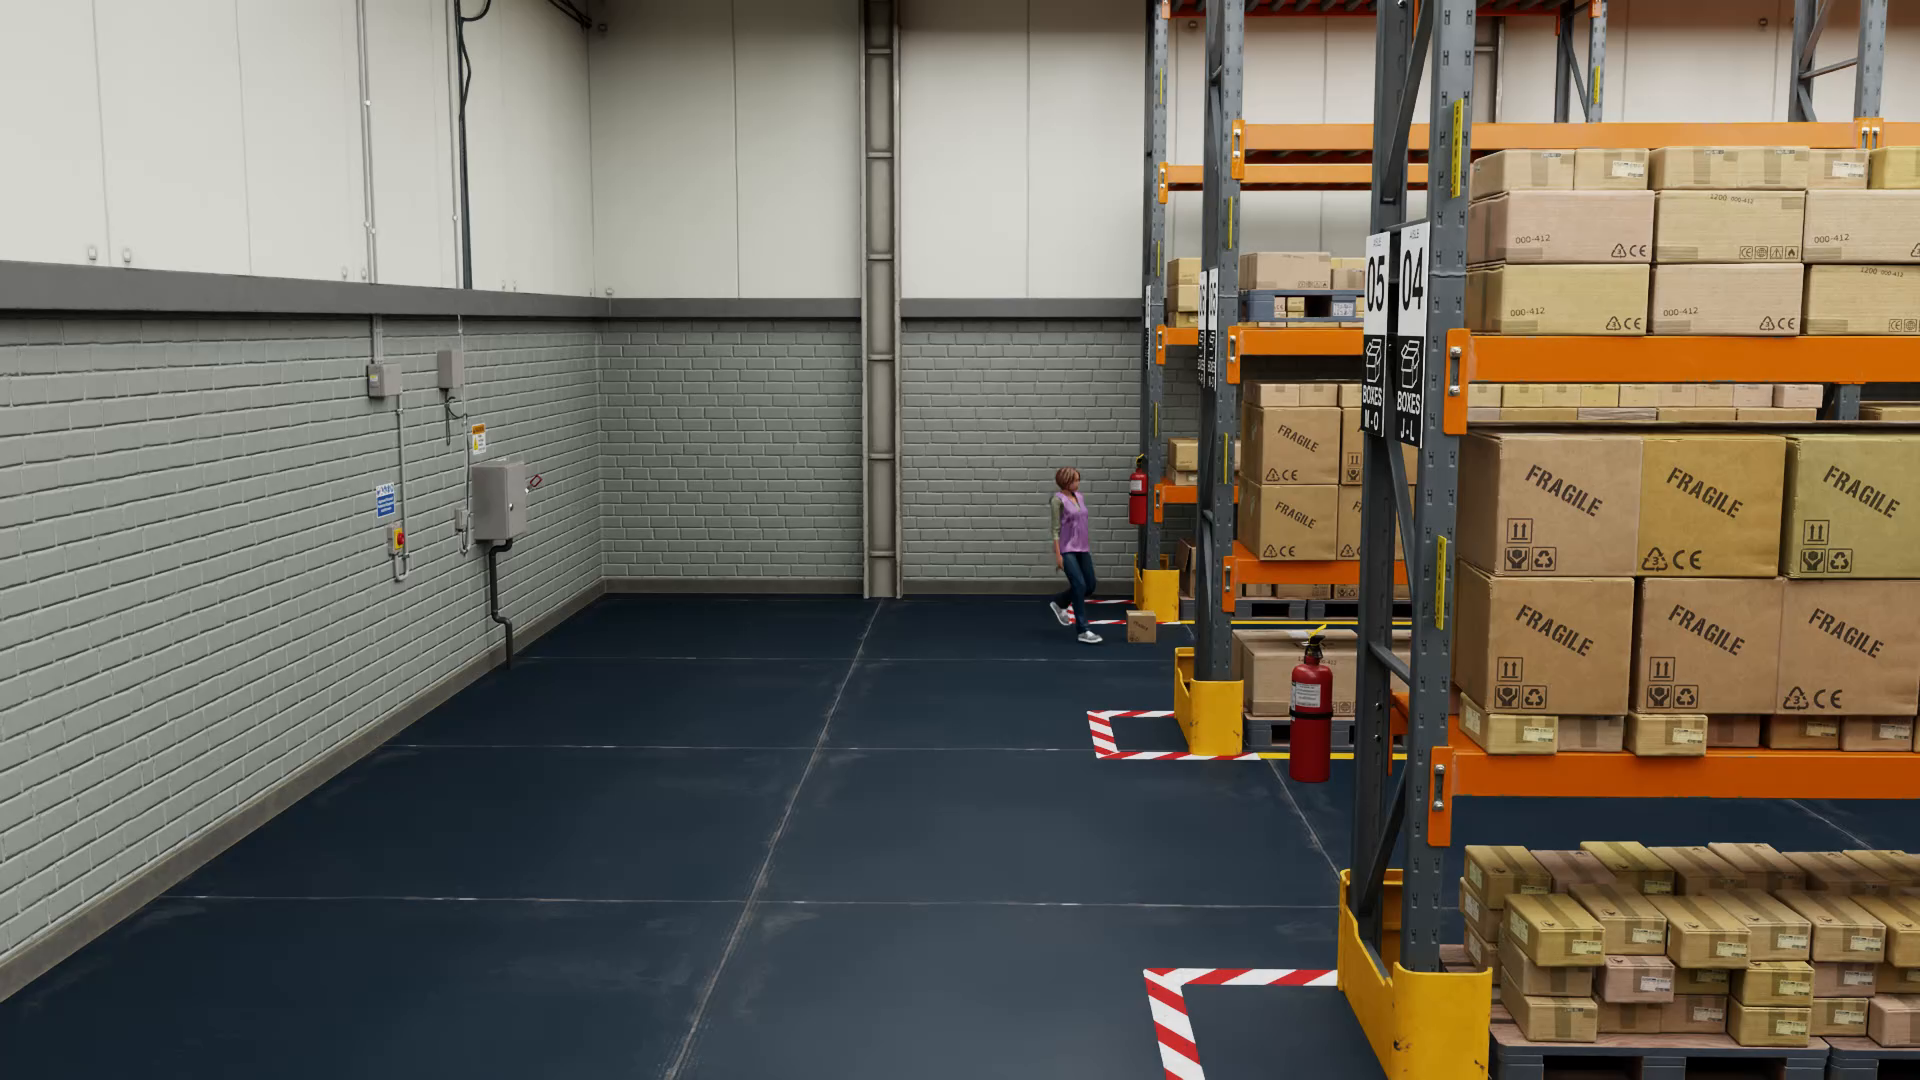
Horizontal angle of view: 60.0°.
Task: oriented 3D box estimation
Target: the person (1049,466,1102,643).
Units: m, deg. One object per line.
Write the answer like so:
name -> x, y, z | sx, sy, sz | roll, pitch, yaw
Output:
person -> 1.033, 0.117, 15.000 | 0.438, 1.544, 0.762 | -7, 10, -44
